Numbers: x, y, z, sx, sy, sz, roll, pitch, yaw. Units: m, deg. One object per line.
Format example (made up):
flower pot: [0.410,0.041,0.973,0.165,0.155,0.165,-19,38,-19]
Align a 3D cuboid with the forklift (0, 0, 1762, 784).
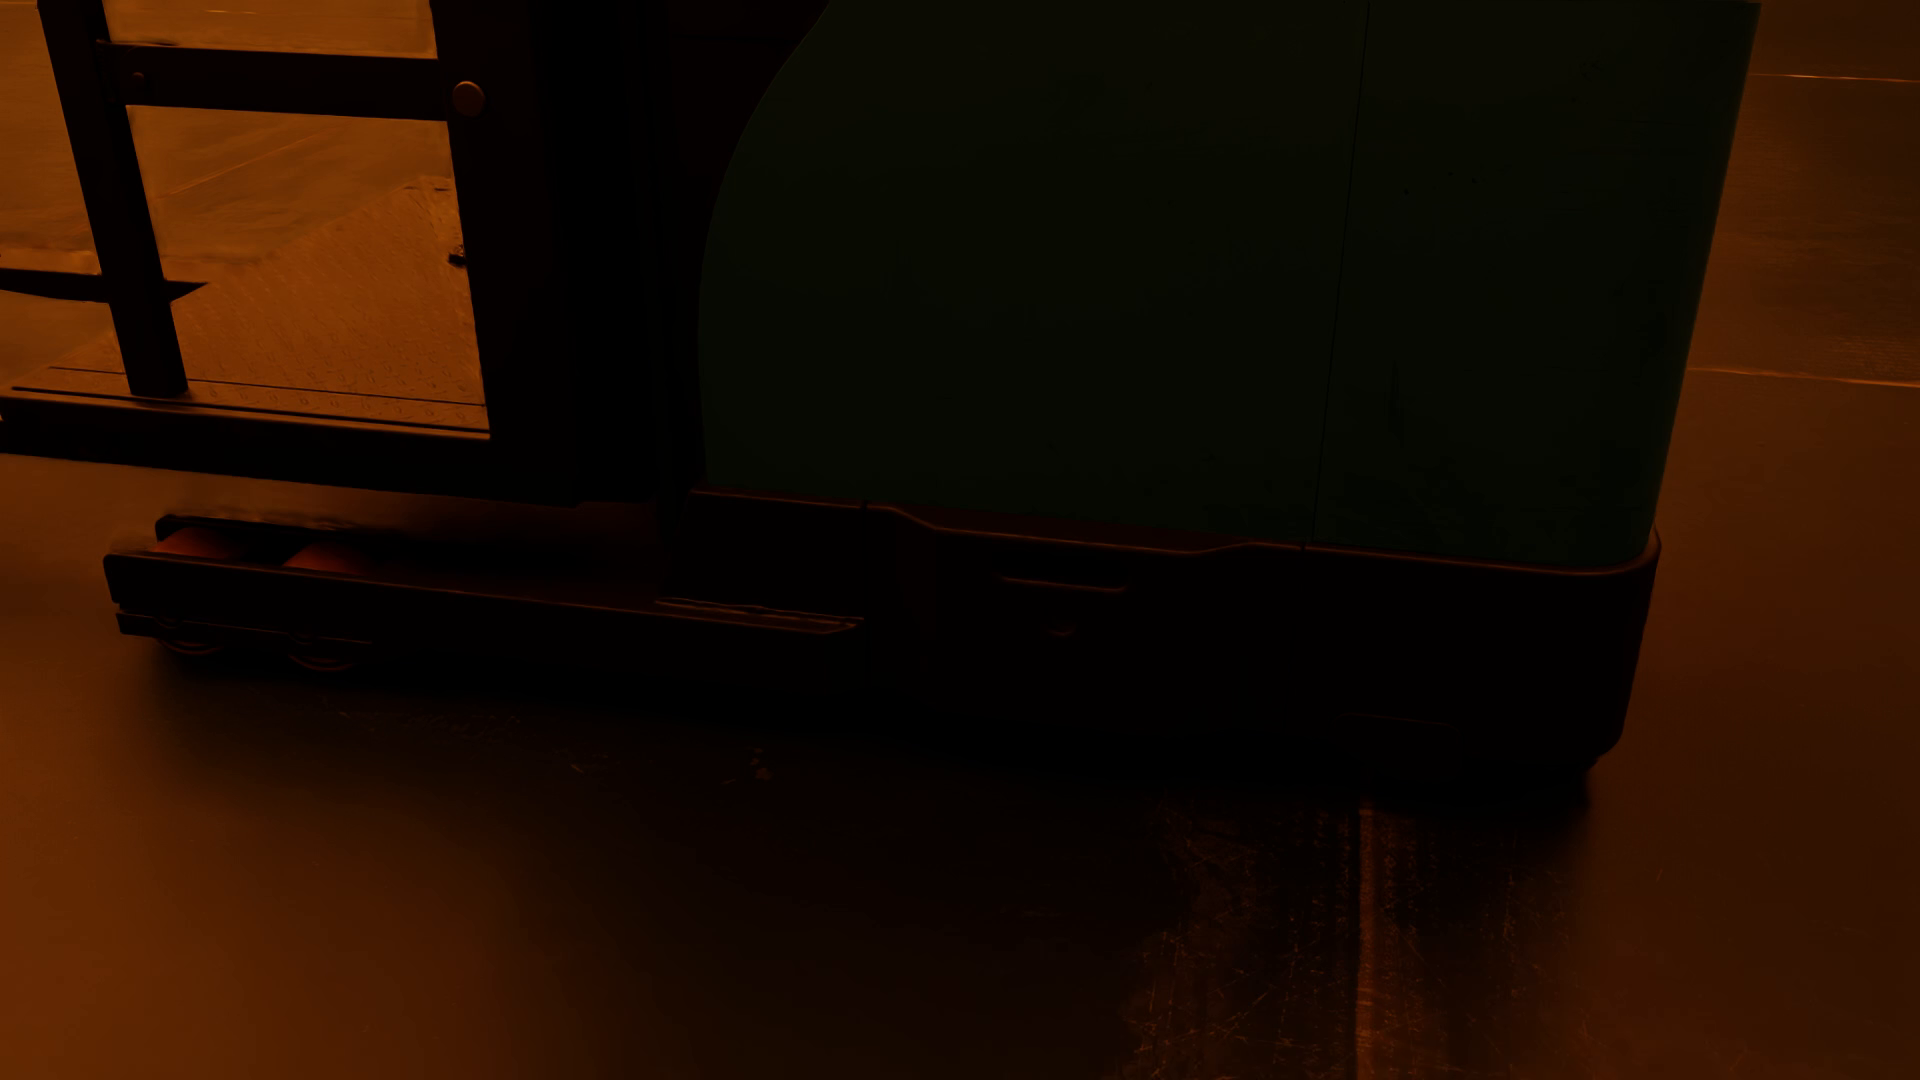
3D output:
forklift: [-0.627,-1.362,1.946,3.031,2.935,1.130,6,27,11]
